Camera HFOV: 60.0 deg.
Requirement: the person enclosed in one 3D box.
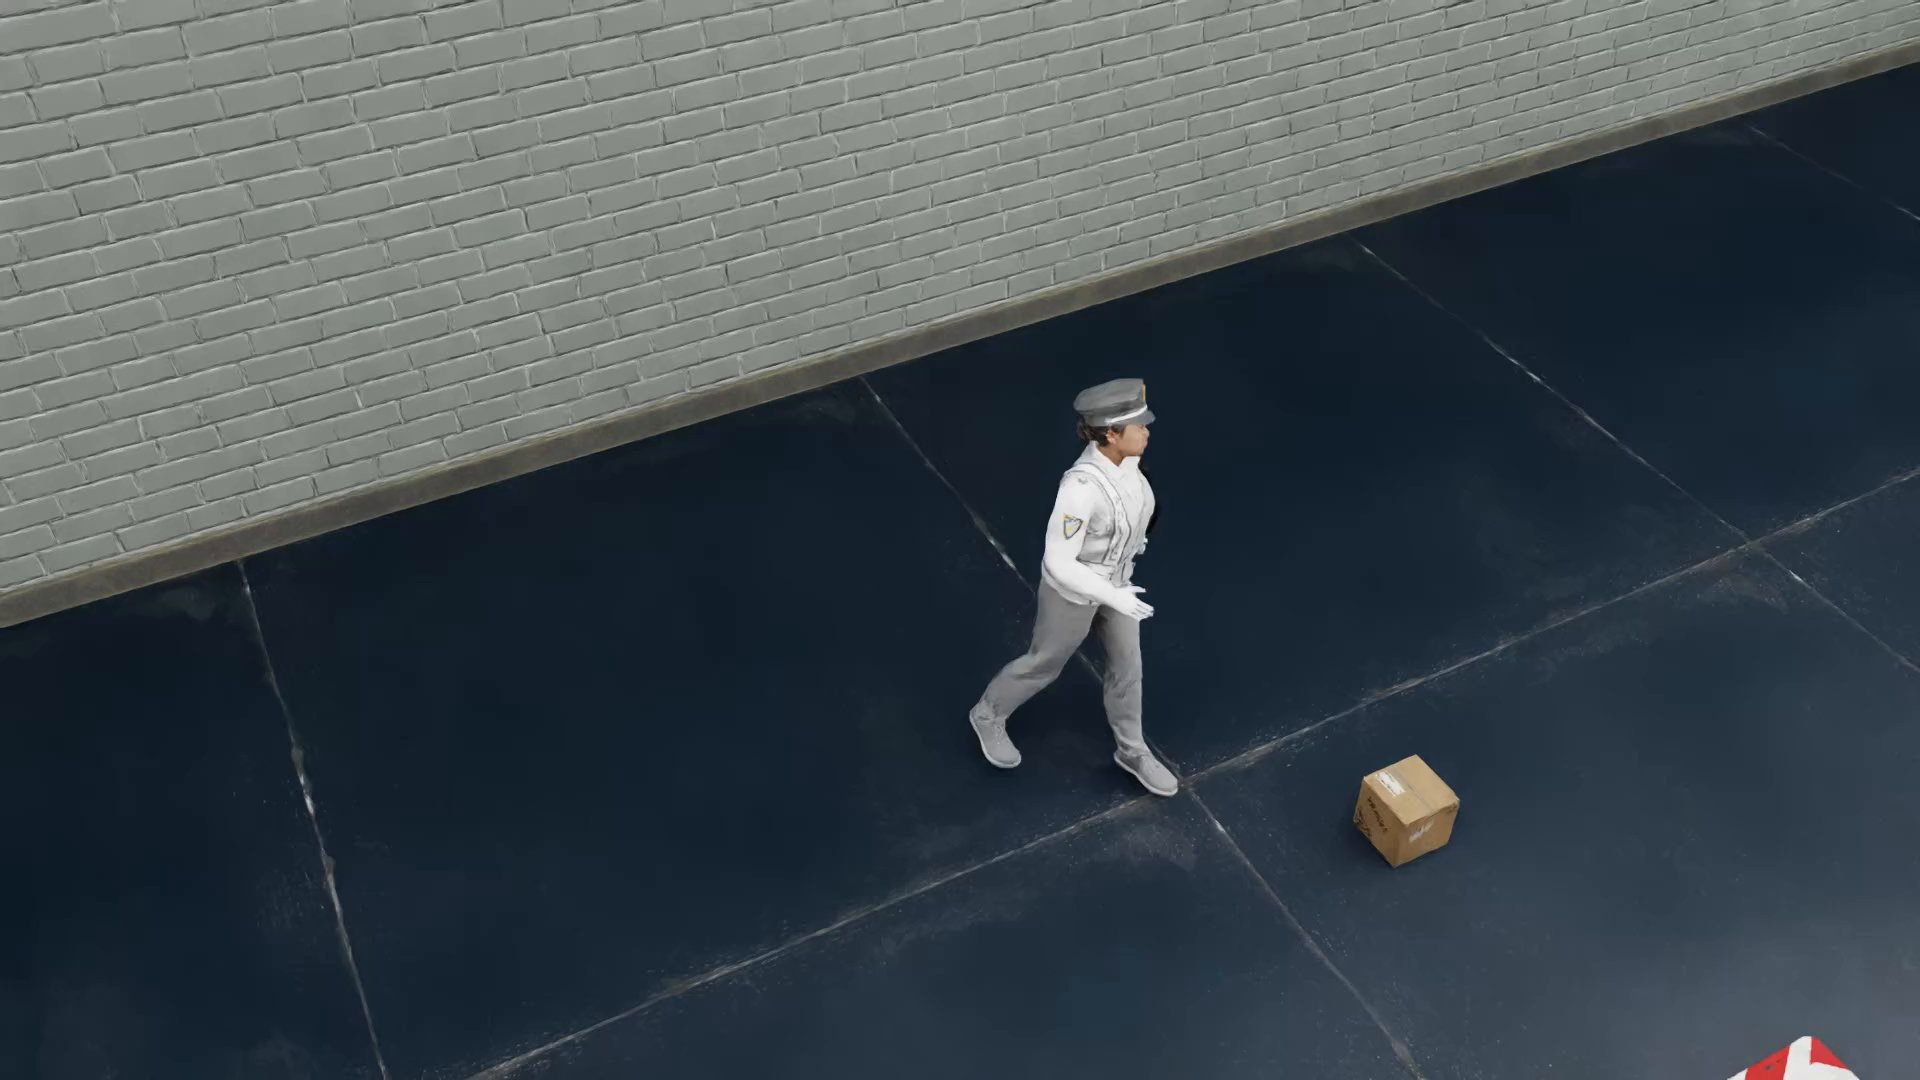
[{"bbox_3d":[0.501,0.150,5.943,0.838,1.664,0.664,21,46,22],"label":"person"}]
